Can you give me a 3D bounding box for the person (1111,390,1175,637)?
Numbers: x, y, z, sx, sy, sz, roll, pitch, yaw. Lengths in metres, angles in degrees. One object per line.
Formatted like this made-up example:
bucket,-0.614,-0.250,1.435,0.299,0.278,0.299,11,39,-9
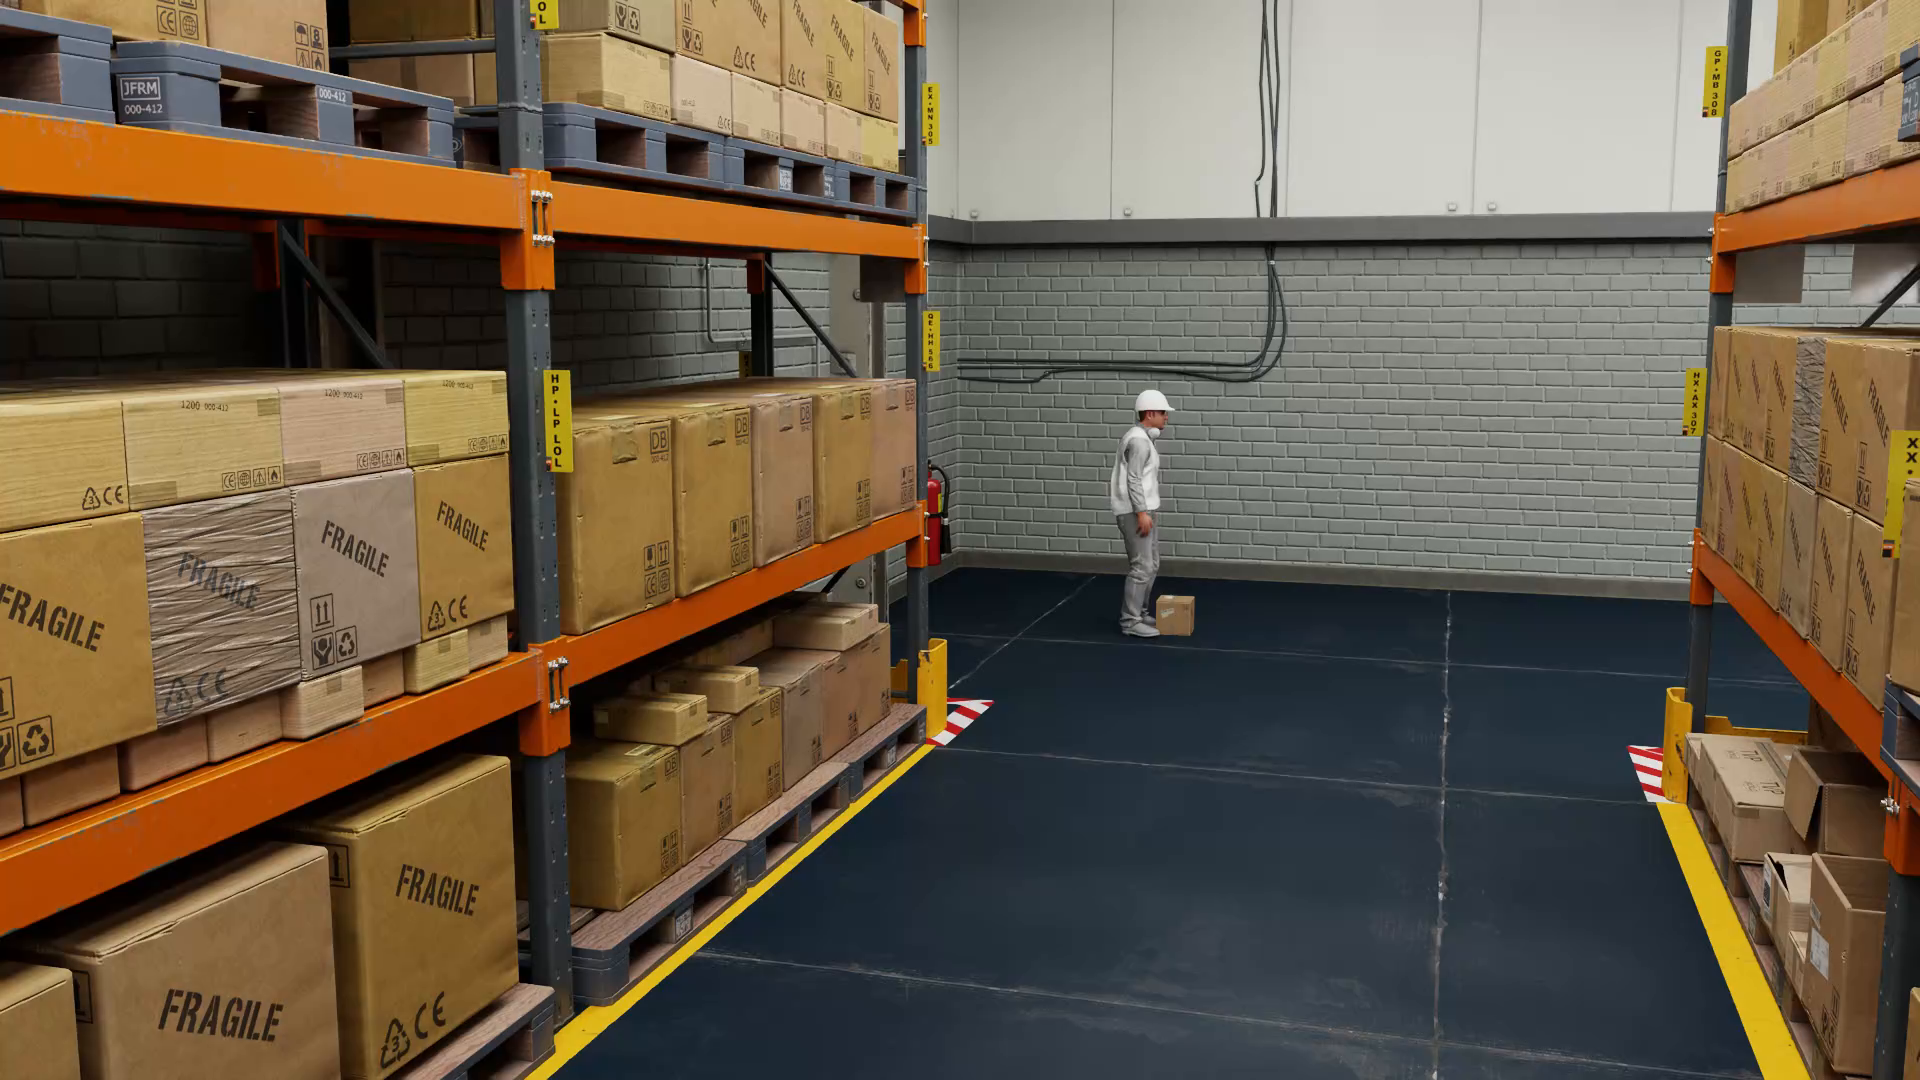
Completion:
person,1.333,-0.210,12.178,0.458,1.773,0.591,2,9,14
